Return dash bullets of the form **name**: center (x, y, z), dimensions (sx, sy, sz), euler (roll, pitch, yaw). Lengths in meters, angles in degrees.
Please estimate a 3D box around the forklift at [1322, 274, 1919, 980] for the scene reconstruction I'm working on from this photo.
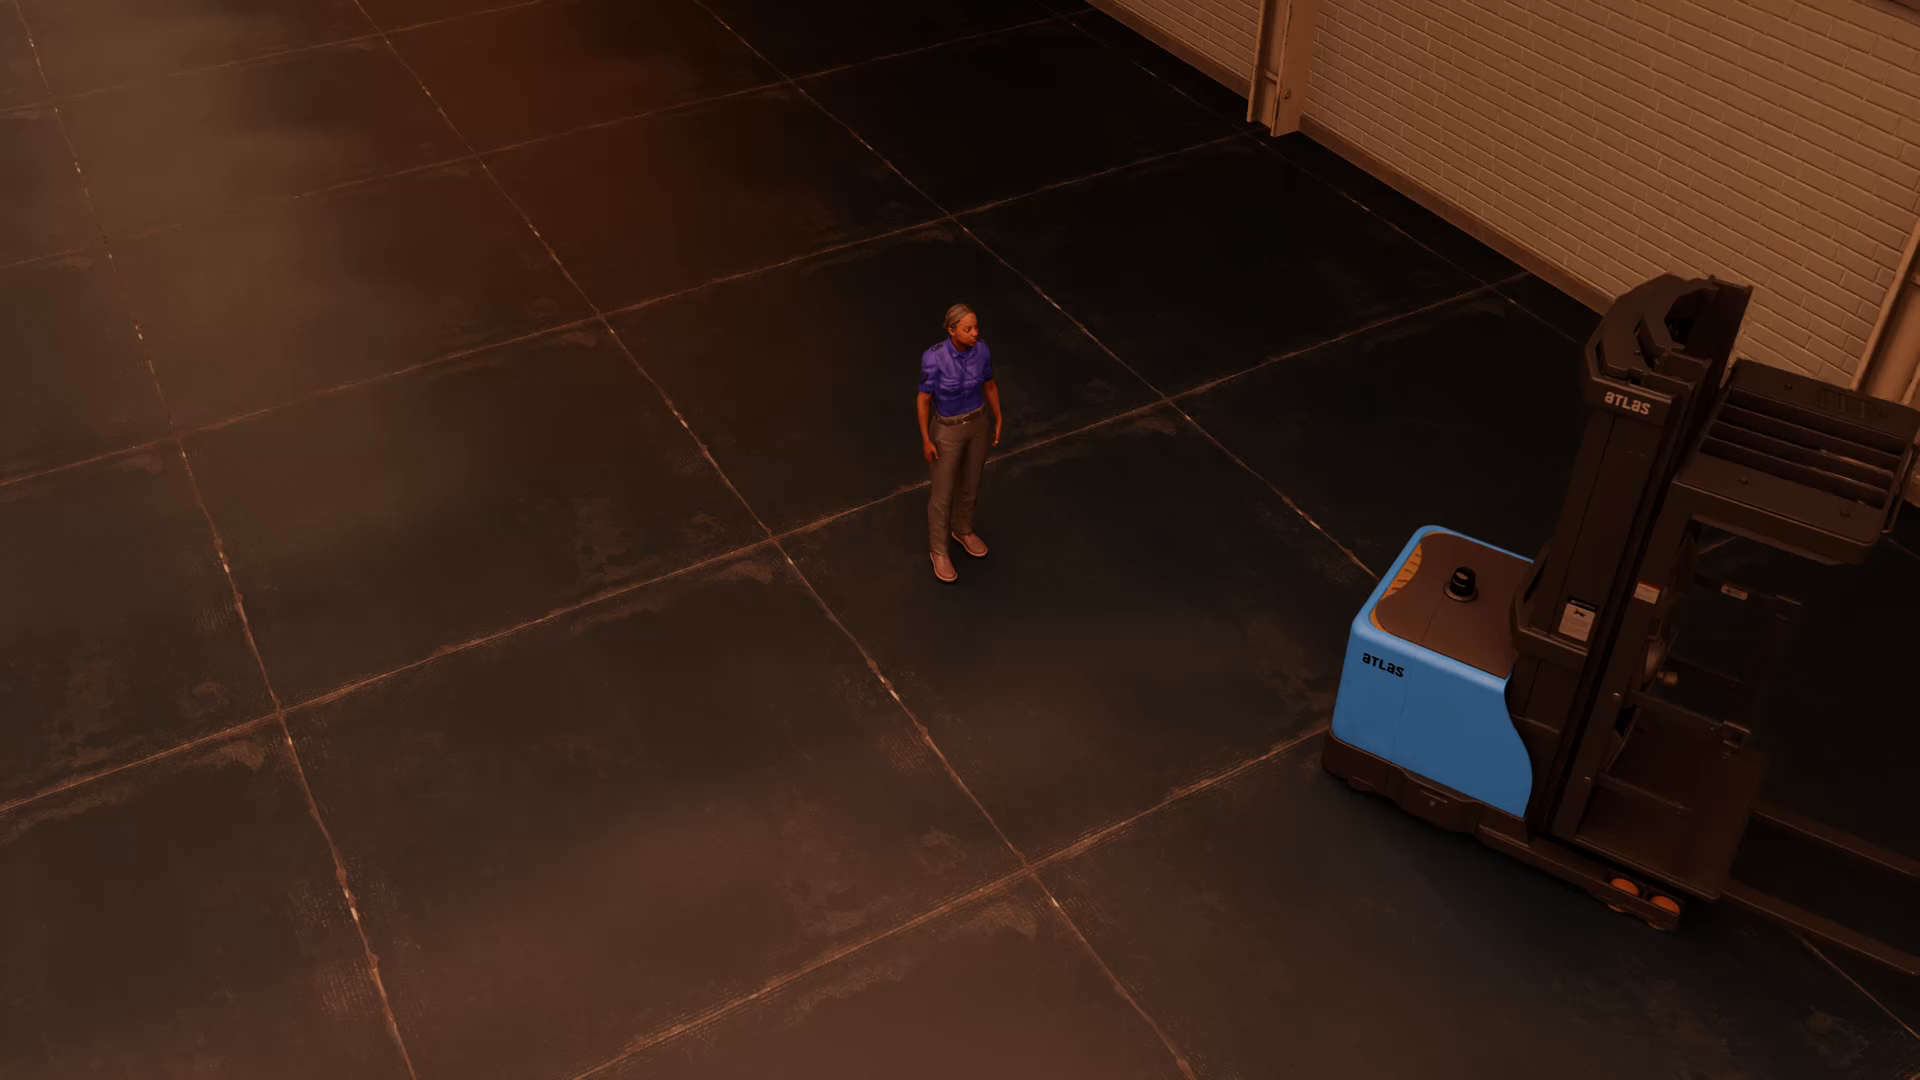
- **forklift**: center (3.430, 0.369, 7.591), dimensions (3.031, 2.935, 1.130), euler (23, 45, 25)

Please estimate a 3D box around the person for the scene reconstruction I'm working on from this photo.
- **person**: center (0.027, -0.583, 9.737), dimensions (0.570, 1.644, 0.503), euler (-20, 44, -23)
